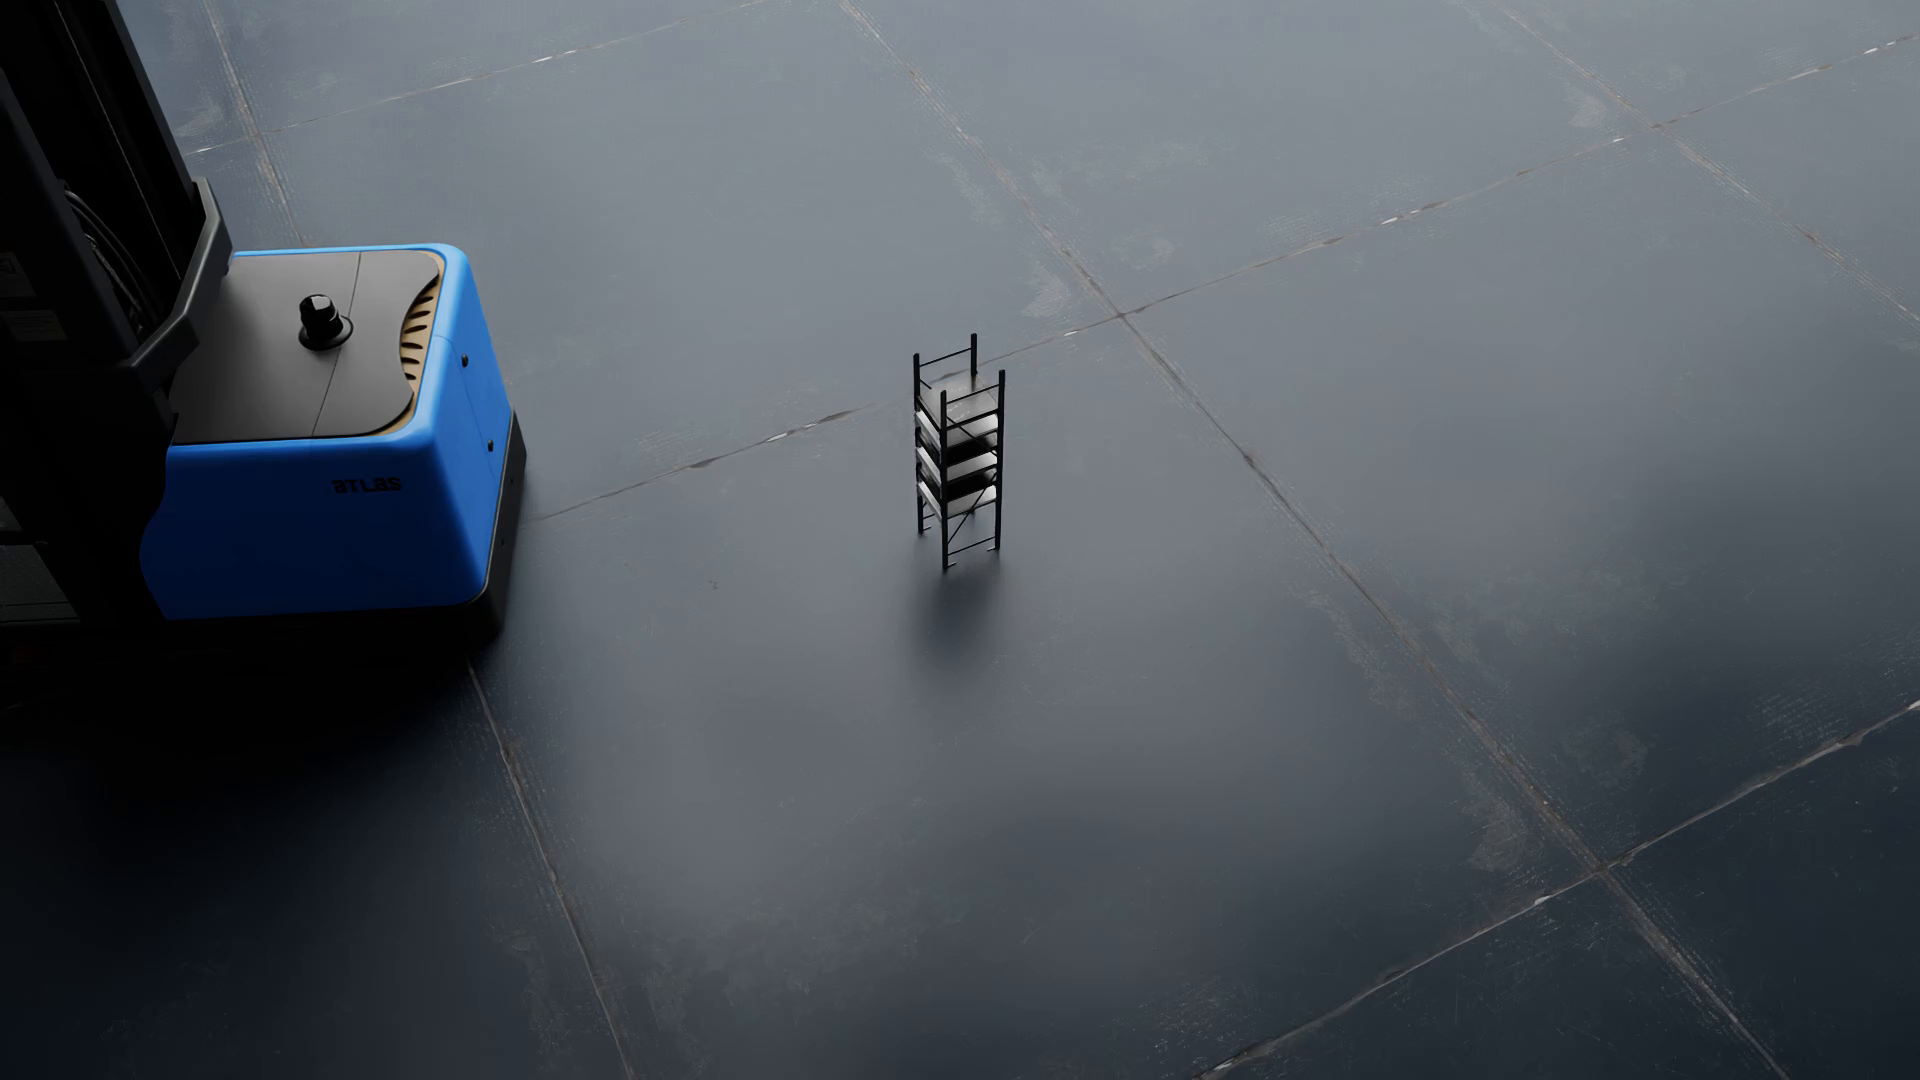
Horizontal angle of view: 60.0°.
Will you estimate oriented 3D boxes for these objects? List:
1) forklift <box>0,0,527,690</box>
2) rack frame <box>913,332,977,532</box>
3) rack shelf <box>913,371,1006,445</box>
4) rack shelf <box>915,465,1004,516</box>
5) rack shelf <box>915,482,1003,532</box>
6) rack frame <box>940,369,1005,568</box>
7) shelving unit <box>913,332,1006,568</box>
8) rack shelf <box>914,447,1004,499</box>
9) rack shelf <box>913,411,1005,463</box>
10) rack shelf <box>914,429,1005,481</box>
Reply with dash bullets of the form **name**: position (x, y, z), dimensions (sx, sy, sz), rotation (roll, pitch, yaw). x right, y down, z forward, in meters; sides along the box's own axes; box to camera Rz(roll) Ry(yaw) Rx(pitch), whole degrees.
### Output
- **forklift**: position (-3.160, -0.850, 5.046), dimensions (3.031, 2.935, 1.130), rotation (-3, 49, -3)
- **rack frame**: position (-0.050, -0.370, 5.976), dimensions (0.240, 0.900, 0.006), rotation (-21, 52, -18)
- **rack shelf**: position (-0.004, -0.458, 5.738), dimensions (0.258, 0.077, 0.200), rotation (-21, 52, -18)
- **rack shelf**: position (-0.004, -0.221, 6.009), dimensions (0.258, 0.077, 0.200), rotation (-21, 52, -18)
- **rack shelf**: position (-0.004, -0.161, 6.077), dimensions (0.258, 0.077, 0.200), rotation (-21, 52, -18)
- **rack frame**: position (0.043, -0.234, 5.857), dimensions (0.240, 0.900, 0.006), rotation (-21, 52, -18)
- **shelving unit**: position (-0.004, -0.302, 5.916), dimensions (0.258, 0.900, 0.210), rotation (-21, 52, -18)
- **rack shelf**: position (-0.004, -0.280, 5.941), dimensions (0.258, 0.077, 0.200), rotation (-21, 52, -18)
- **rack shelf**: position (-0.004, -0.398, 5.806), dimensions (0.258, 0.077, 0.200), rotation (-21, 52, -18)
- **rack shelf**: position (-0.004, -0.339, 5.873), dimensions (0.258, 0.077, 0.200), rotation (-21, 52, -18)
